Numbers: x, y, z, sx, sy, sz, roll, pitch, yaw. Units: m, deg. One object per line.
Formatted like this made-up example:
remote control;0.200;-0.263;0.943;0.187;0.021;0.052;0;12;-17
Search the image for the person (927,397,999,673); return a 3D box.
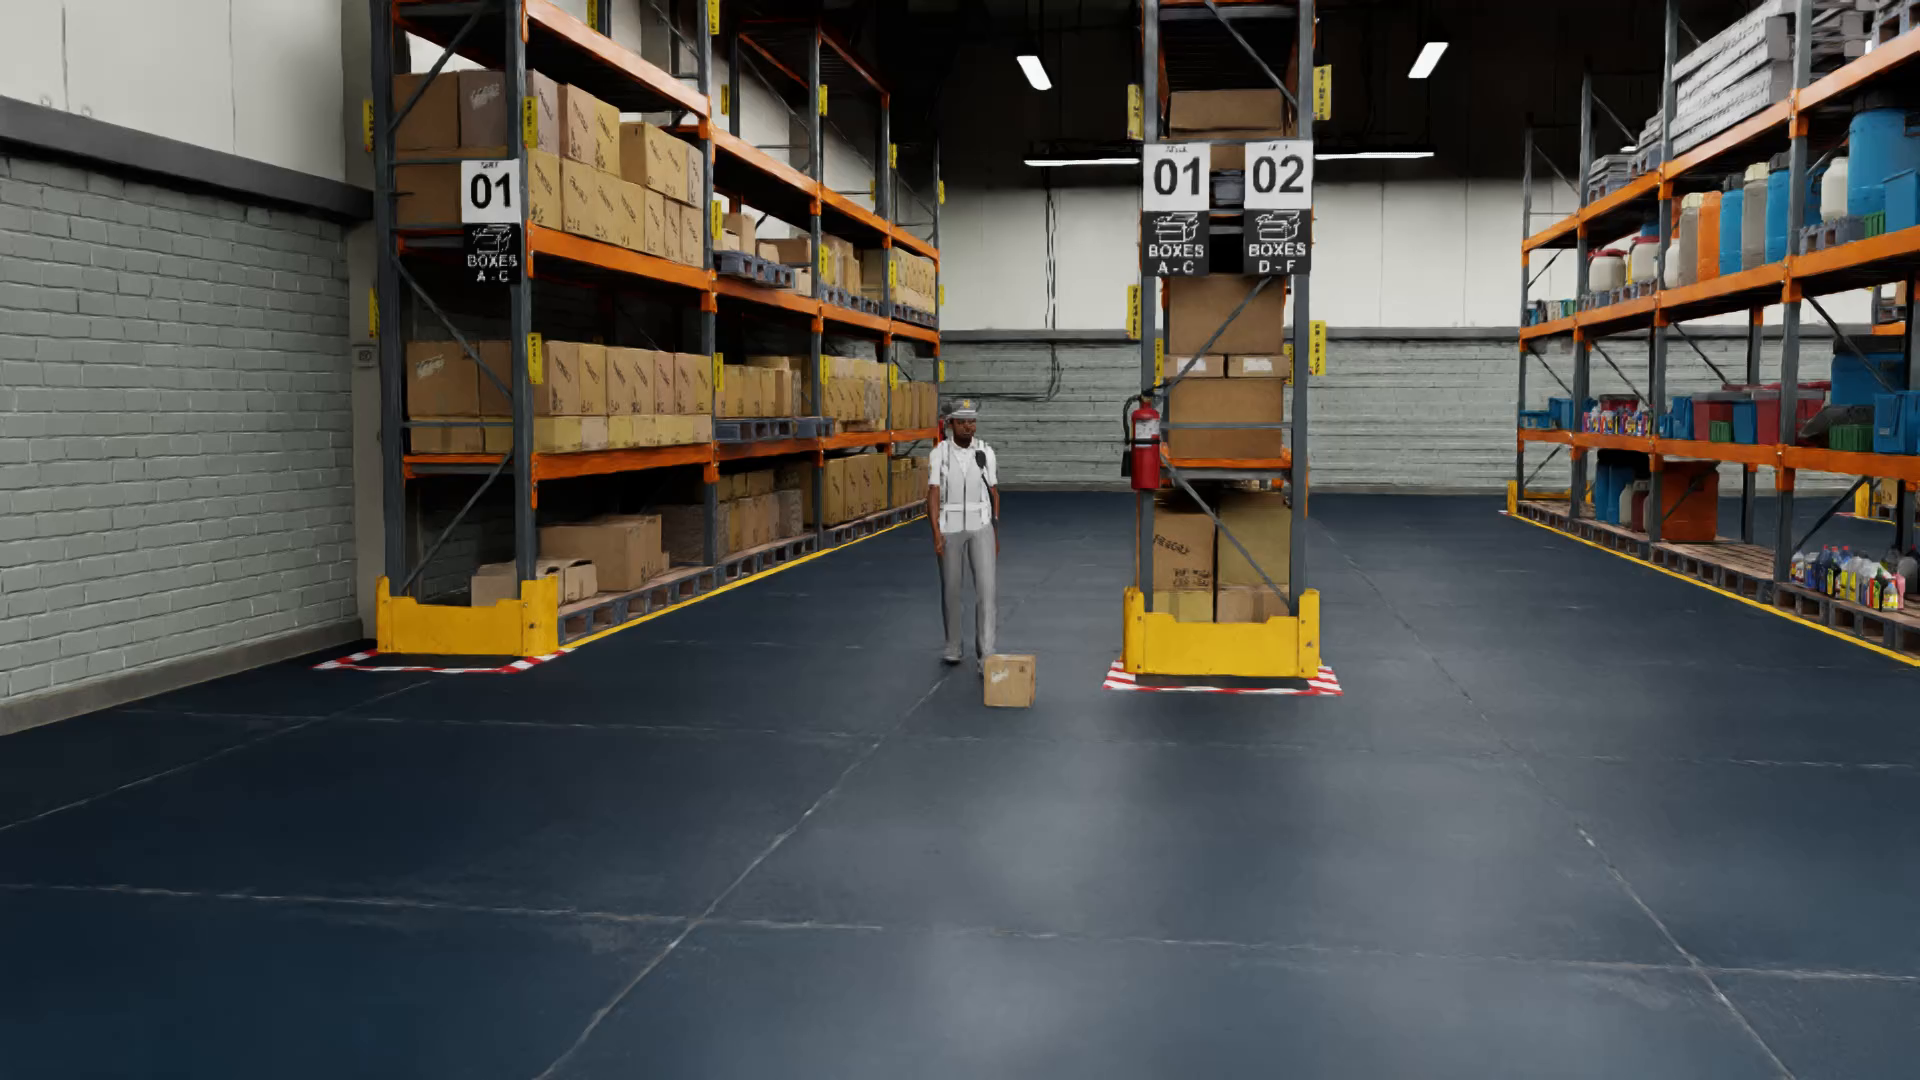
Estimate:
person;0.021;-0.049;10.271;0.451;1.657;0.792;0;5;0
